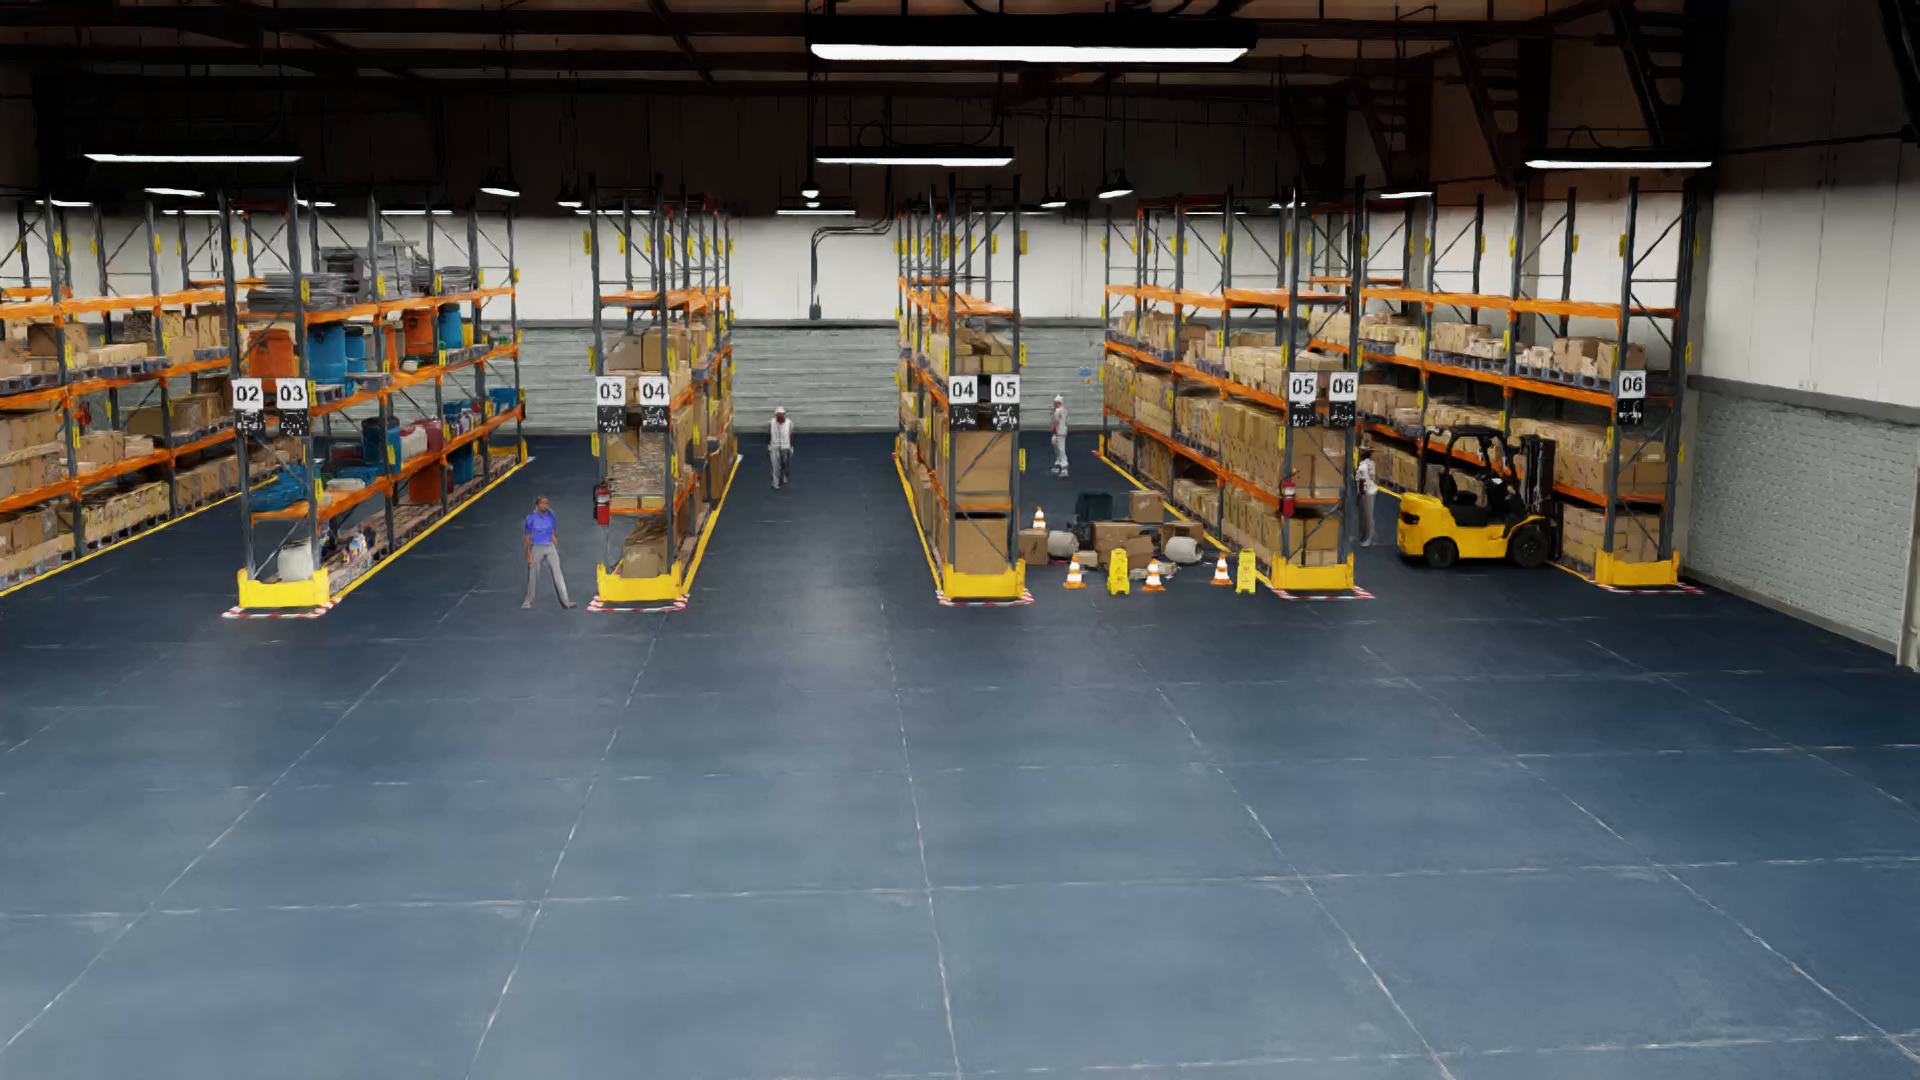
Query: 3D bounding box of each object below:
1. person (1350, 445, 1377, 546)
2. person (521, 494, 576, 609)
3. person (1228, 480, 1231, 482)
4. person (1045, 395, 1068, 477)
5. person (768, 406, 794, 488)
[{"bbox_3d":[6.842,-0.767,28.177,0.551,1.665,0.574,5,11,27],"label":"person"},{"bbox_3d":[-5.762,0.156,23.079,0.592,1.611,0.864,-6,12,-29],"label":"person"},{"bbox_3d":[5.909,-2.126,35.712,0.494,1.725,0.578,5,11,26],"label":"person"},{"bbox_3d":[2.128,-2.285,36.427,0.574,1.785,0.664,3,10,15],"label":"person"},{"bbox_3d":[-3.754,-1.974,34.887,0.563,1.707,1.127,-1,10,-7],"label":"person"}]
